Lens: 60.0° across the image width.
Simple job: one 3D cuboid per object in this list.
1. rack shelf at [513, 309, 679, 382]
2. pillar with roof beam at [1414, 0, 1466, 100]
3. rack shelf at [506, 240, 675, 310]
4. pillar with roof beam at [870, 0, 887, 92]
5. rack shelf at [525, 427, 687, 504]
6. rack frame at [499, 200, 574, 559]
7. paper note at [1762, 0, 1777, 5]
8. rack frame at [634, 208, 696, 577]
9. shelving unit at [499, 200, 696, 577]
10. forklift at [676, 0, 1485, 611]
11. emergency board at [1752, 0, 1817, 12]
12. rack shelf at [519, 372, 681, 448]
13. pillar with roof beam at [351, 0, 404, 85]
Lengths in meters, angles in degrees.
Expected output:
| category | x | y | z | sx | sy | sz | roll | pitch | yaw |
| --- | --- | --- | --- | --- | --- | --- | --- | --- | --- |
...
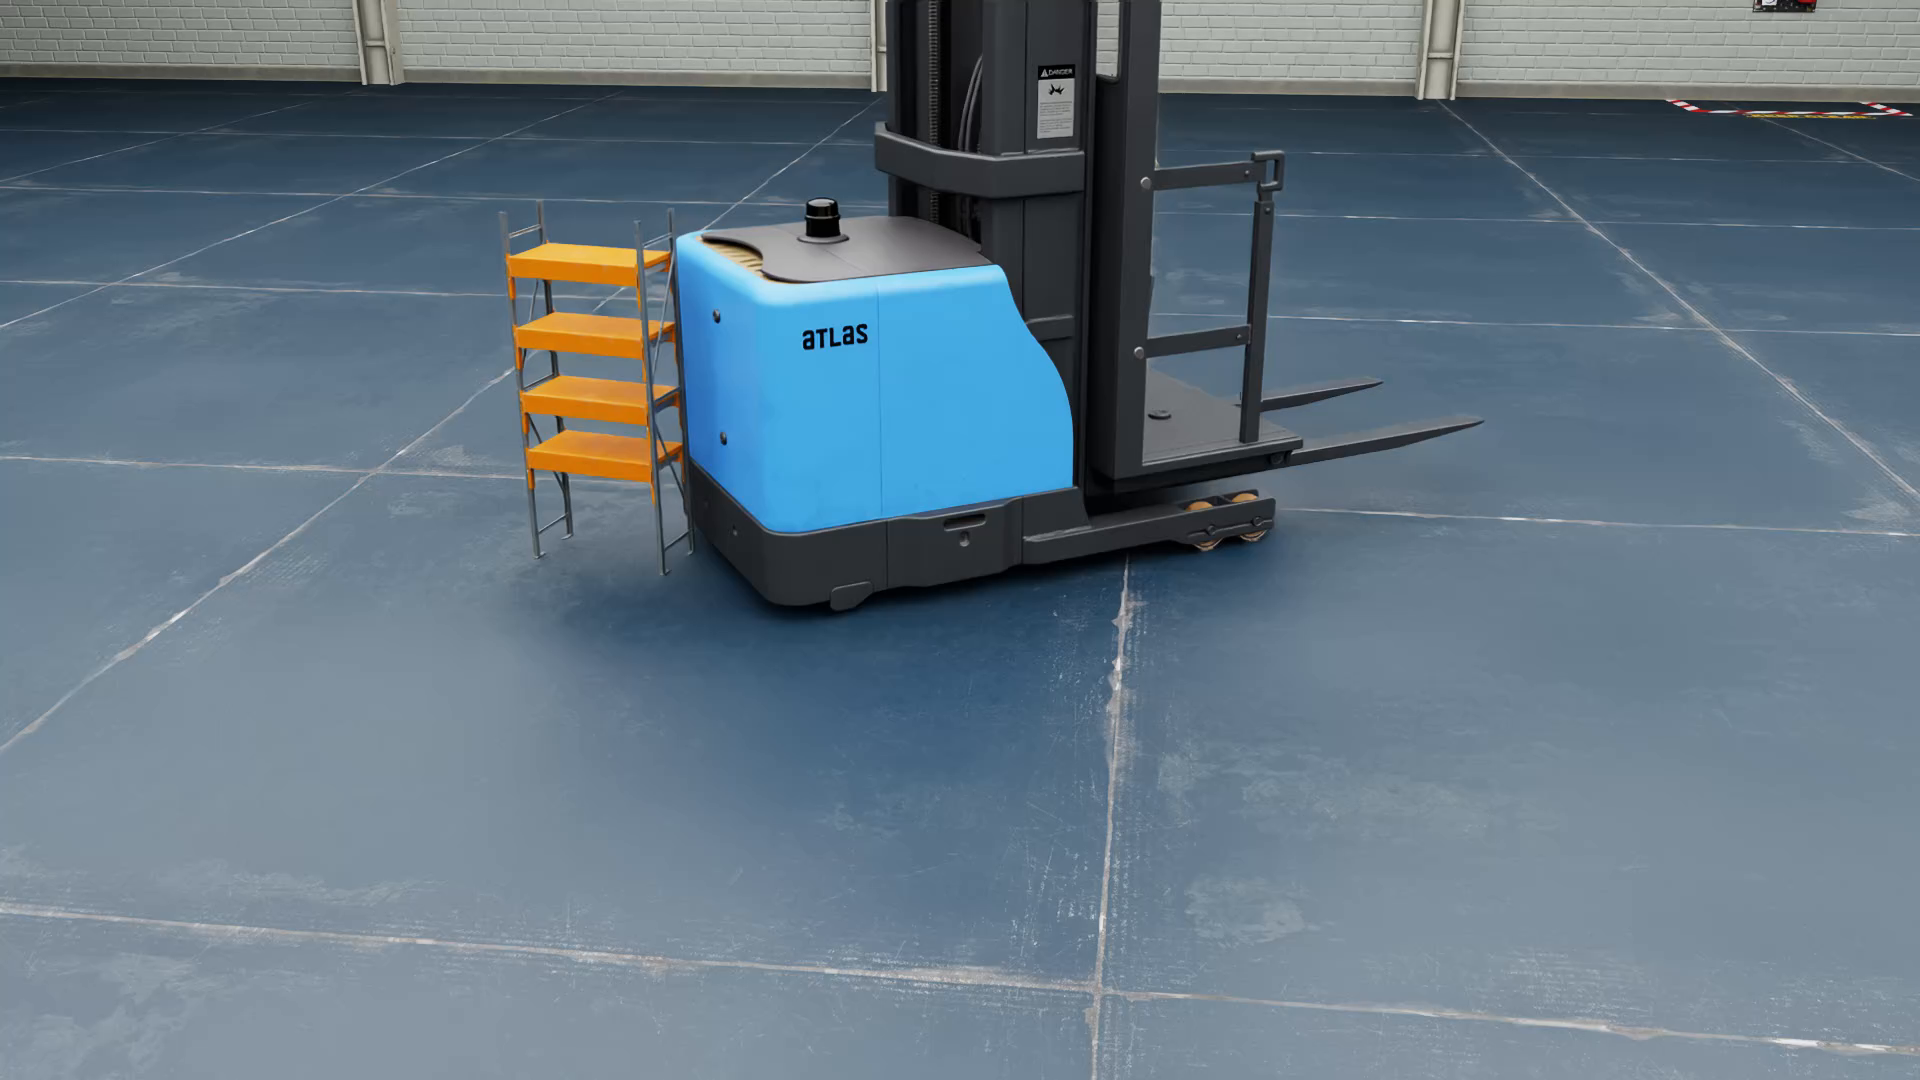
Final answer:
| category | x | y | z | sx | sy | sz | roll | pitch | yaw |
| --- | --- | --- | --- | --- | --- | --- | --- | --- | --- |
| rack shelf | -1.203 | -0.651 | 5.528 | 0.480 | 0.148 | 0.258 | 7 | 23 | 17 |
| pillar with roof beam | 4.670 | -7.437 | 12.512 | 0.400 | 9.000 | 9.100 | 2 | 22 | 6 |
| rack shelf | -1.203 | -0.871 | 5.441 | 0.480 | 0.148 | 0.258 | 7 | 23 | 17 |
| pillar with roof beam | -1.288 | -7.697 | 13.169 | 0.400 | 9.000 | 9.100 | 2 | 22 | 6 |
| rack shelf | -1.203 | -0.258 | 5.684 | 0.480 | 0.148 | 0.258 | 7 | 23 | 17 |
| rack frame | -1.434 | -0.534 | 5.659 | 0.015 | 1.200 | 0.240 | 7 | 23 | 17 |
| paper note | 8.518 | -5.704 | 17.485 | 0.142 | 0.148 | 0.016 | 2 | 22 | 6 |
| rack frame | -0.972 | -0.476 | 5.513 | 0.015 | 1.200 | 0.240 | 7 | 23 | 17 |
| shelving unit | -1.203 | -0.505 | 5.586 | 0.503 | 1.200 | 0.258 | 7 | 23 | 17 |
| forklift | 0.557 | -1.493 | 5.729 | 3.031 | 2.935 | 1.130 | -10 | 24 | -24 |
| emergency board | 8.685 | -6.080 | 17.240 | 0.643 | 1.169 | 0.194 | 2 | 22 | 6 |
| rack shelf | -1.203 | -0.443 | 5.611 | 0.480 | 0.148 | 0.258 | 7 | 23 | 17 |
| pillar with roof beam | -7.247 | -7.956 | 13.825 | 0.400 | 9.000 | 9.100 | 2 | 22 | 6 |
